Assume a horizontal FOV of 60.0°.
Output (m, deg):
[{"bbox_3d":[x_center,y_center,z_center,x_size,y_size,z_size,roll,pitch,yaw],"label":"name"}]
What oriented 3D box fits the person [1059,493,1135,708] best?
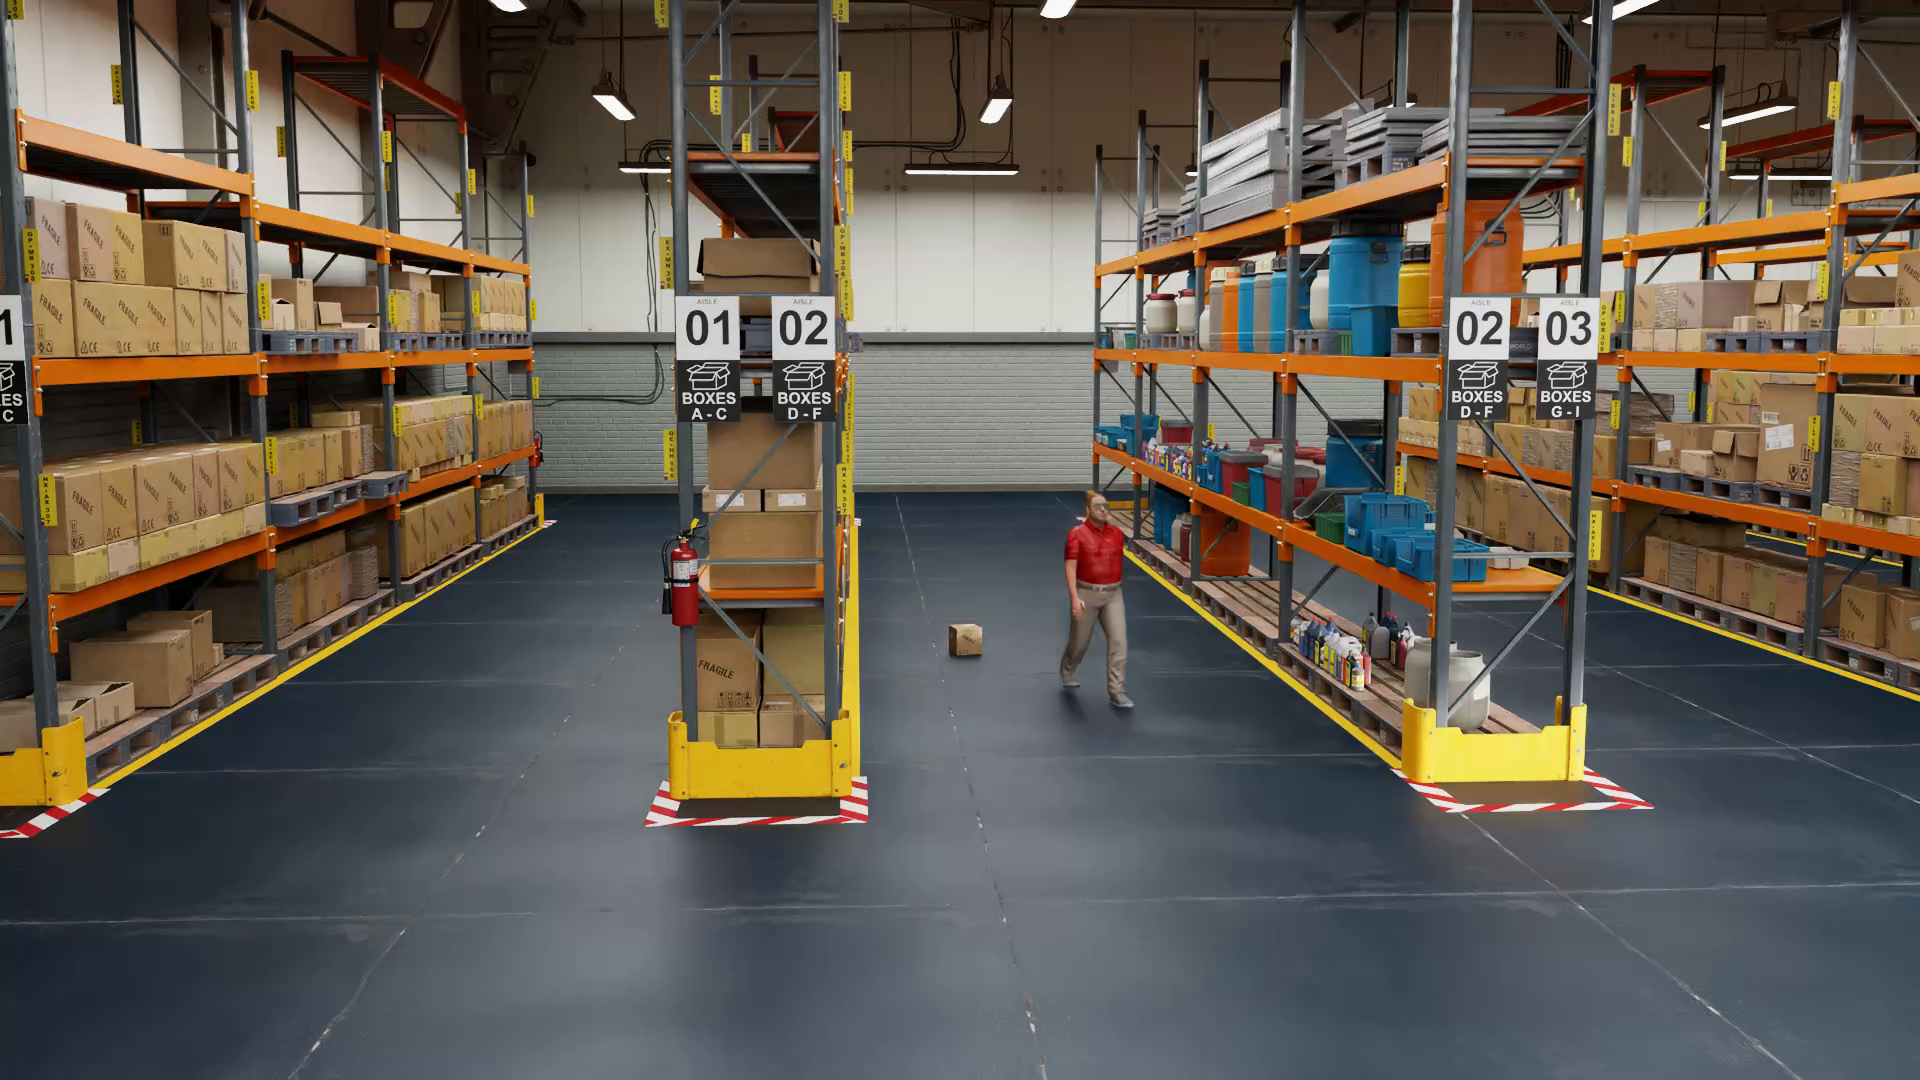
[{"bbox_3d":[1.091,0.462,13.434,0.539,1.679,0.994,-2,7,-17],"label":"person"}]
